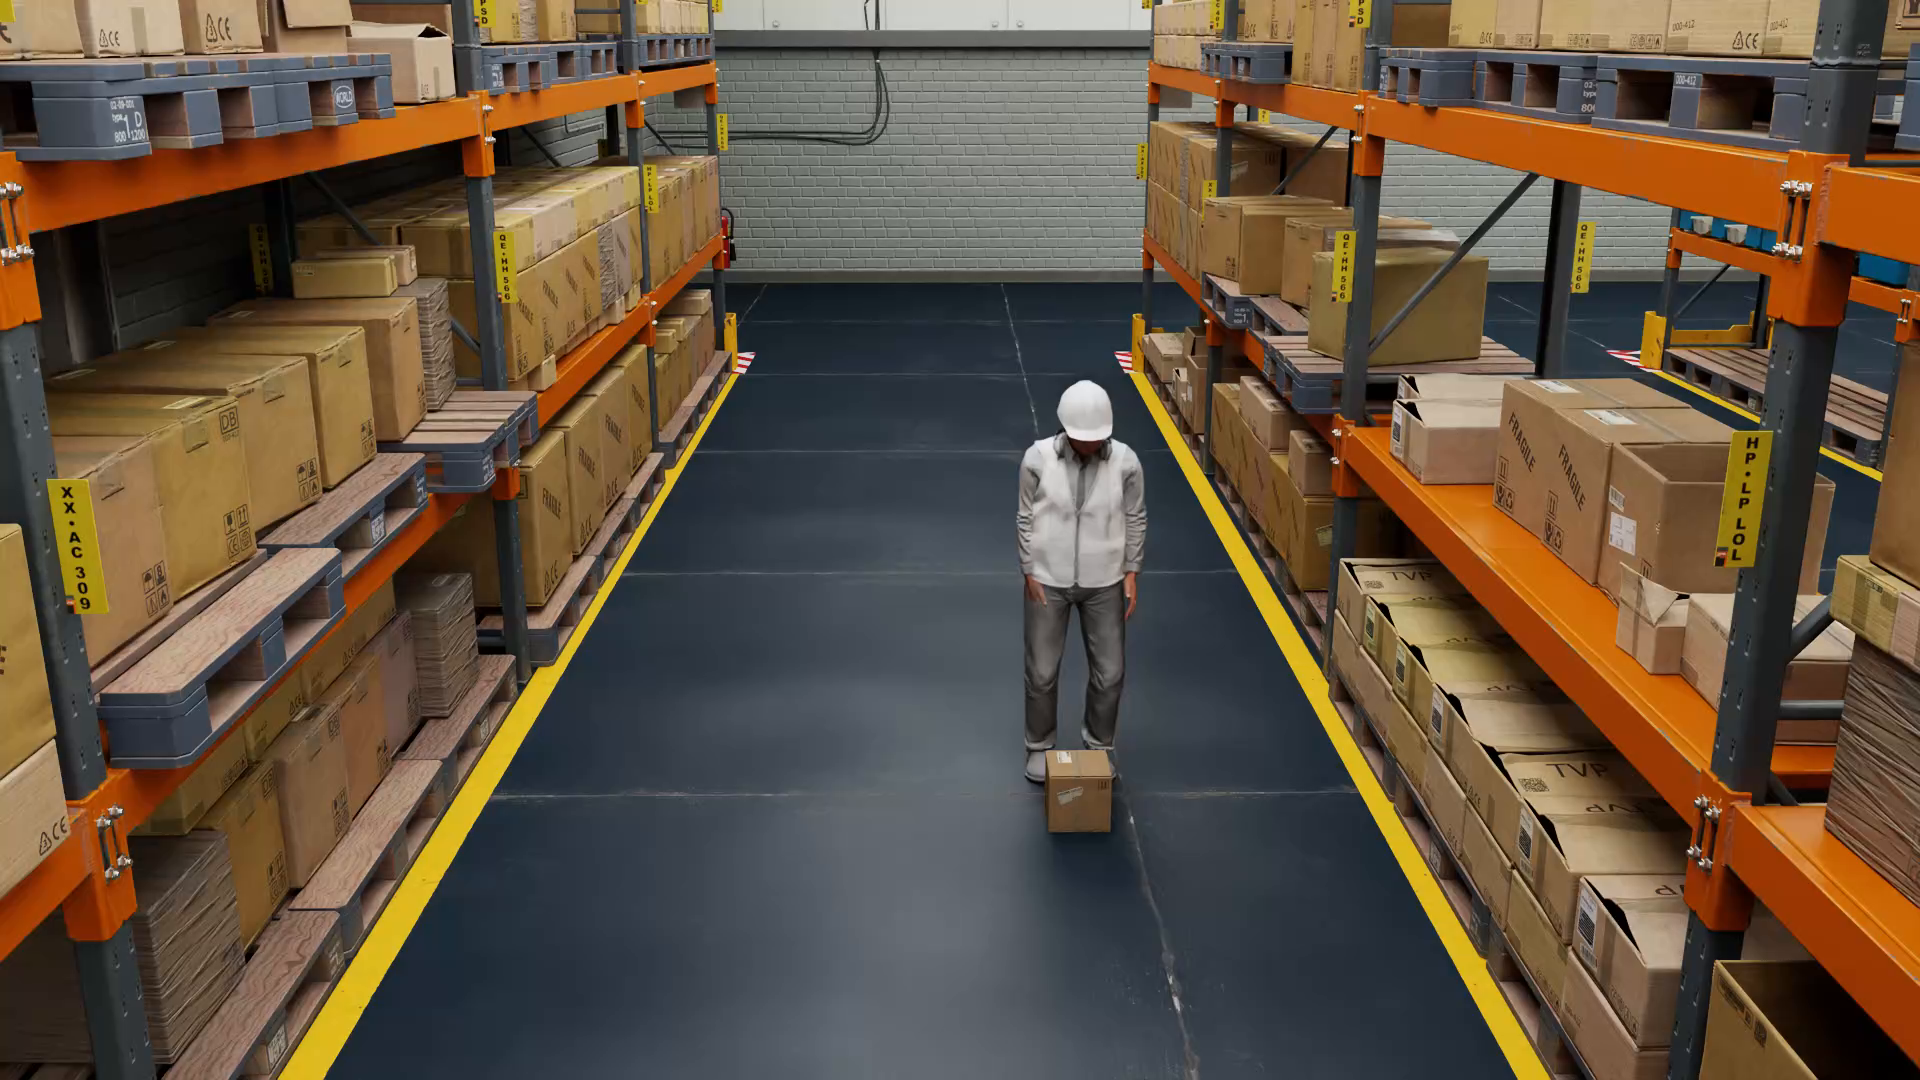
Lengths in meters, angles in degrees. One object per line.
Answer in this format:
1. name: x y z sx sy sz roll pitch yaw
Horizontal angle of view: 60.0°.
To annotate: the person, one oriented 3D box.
1. person: 0.508 0.172 7.002 0.549 1.743 0.427 0 17 0
